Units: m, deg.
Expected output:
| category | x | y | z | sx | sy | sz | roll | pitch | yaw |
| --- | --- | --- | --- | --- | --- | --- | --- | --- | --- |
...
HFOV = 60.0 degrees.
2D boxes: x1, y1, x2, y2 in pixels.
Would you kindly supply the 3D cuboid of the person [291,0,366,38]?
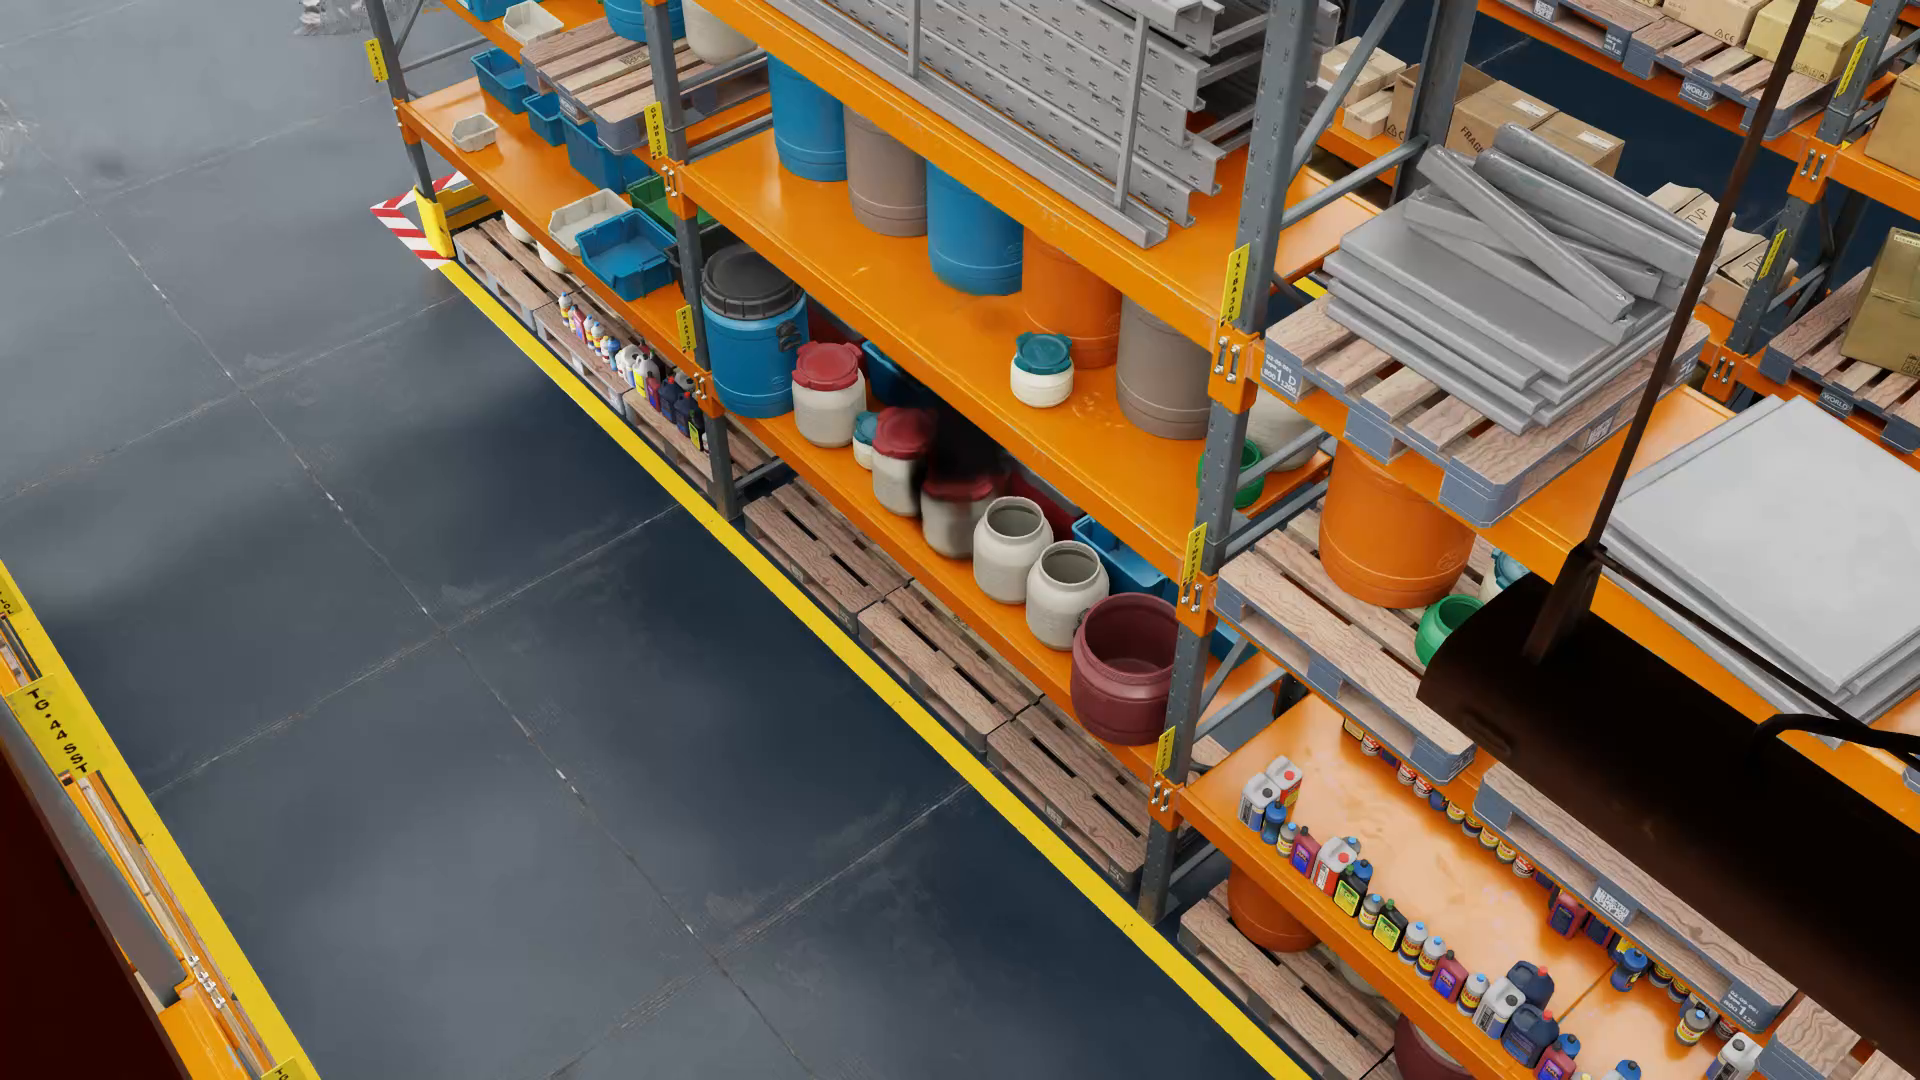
| category | x | y | z | sx | sy | sz | roll | pitch | yaw |
| --- | --- | --- | --- | --- | --- | --- | --- | --- | --- |
| person | -5.812 | -5.430 | 14.897 | 0.854 | 1.829 | 0.684 | -12 | 48 | -11 |
